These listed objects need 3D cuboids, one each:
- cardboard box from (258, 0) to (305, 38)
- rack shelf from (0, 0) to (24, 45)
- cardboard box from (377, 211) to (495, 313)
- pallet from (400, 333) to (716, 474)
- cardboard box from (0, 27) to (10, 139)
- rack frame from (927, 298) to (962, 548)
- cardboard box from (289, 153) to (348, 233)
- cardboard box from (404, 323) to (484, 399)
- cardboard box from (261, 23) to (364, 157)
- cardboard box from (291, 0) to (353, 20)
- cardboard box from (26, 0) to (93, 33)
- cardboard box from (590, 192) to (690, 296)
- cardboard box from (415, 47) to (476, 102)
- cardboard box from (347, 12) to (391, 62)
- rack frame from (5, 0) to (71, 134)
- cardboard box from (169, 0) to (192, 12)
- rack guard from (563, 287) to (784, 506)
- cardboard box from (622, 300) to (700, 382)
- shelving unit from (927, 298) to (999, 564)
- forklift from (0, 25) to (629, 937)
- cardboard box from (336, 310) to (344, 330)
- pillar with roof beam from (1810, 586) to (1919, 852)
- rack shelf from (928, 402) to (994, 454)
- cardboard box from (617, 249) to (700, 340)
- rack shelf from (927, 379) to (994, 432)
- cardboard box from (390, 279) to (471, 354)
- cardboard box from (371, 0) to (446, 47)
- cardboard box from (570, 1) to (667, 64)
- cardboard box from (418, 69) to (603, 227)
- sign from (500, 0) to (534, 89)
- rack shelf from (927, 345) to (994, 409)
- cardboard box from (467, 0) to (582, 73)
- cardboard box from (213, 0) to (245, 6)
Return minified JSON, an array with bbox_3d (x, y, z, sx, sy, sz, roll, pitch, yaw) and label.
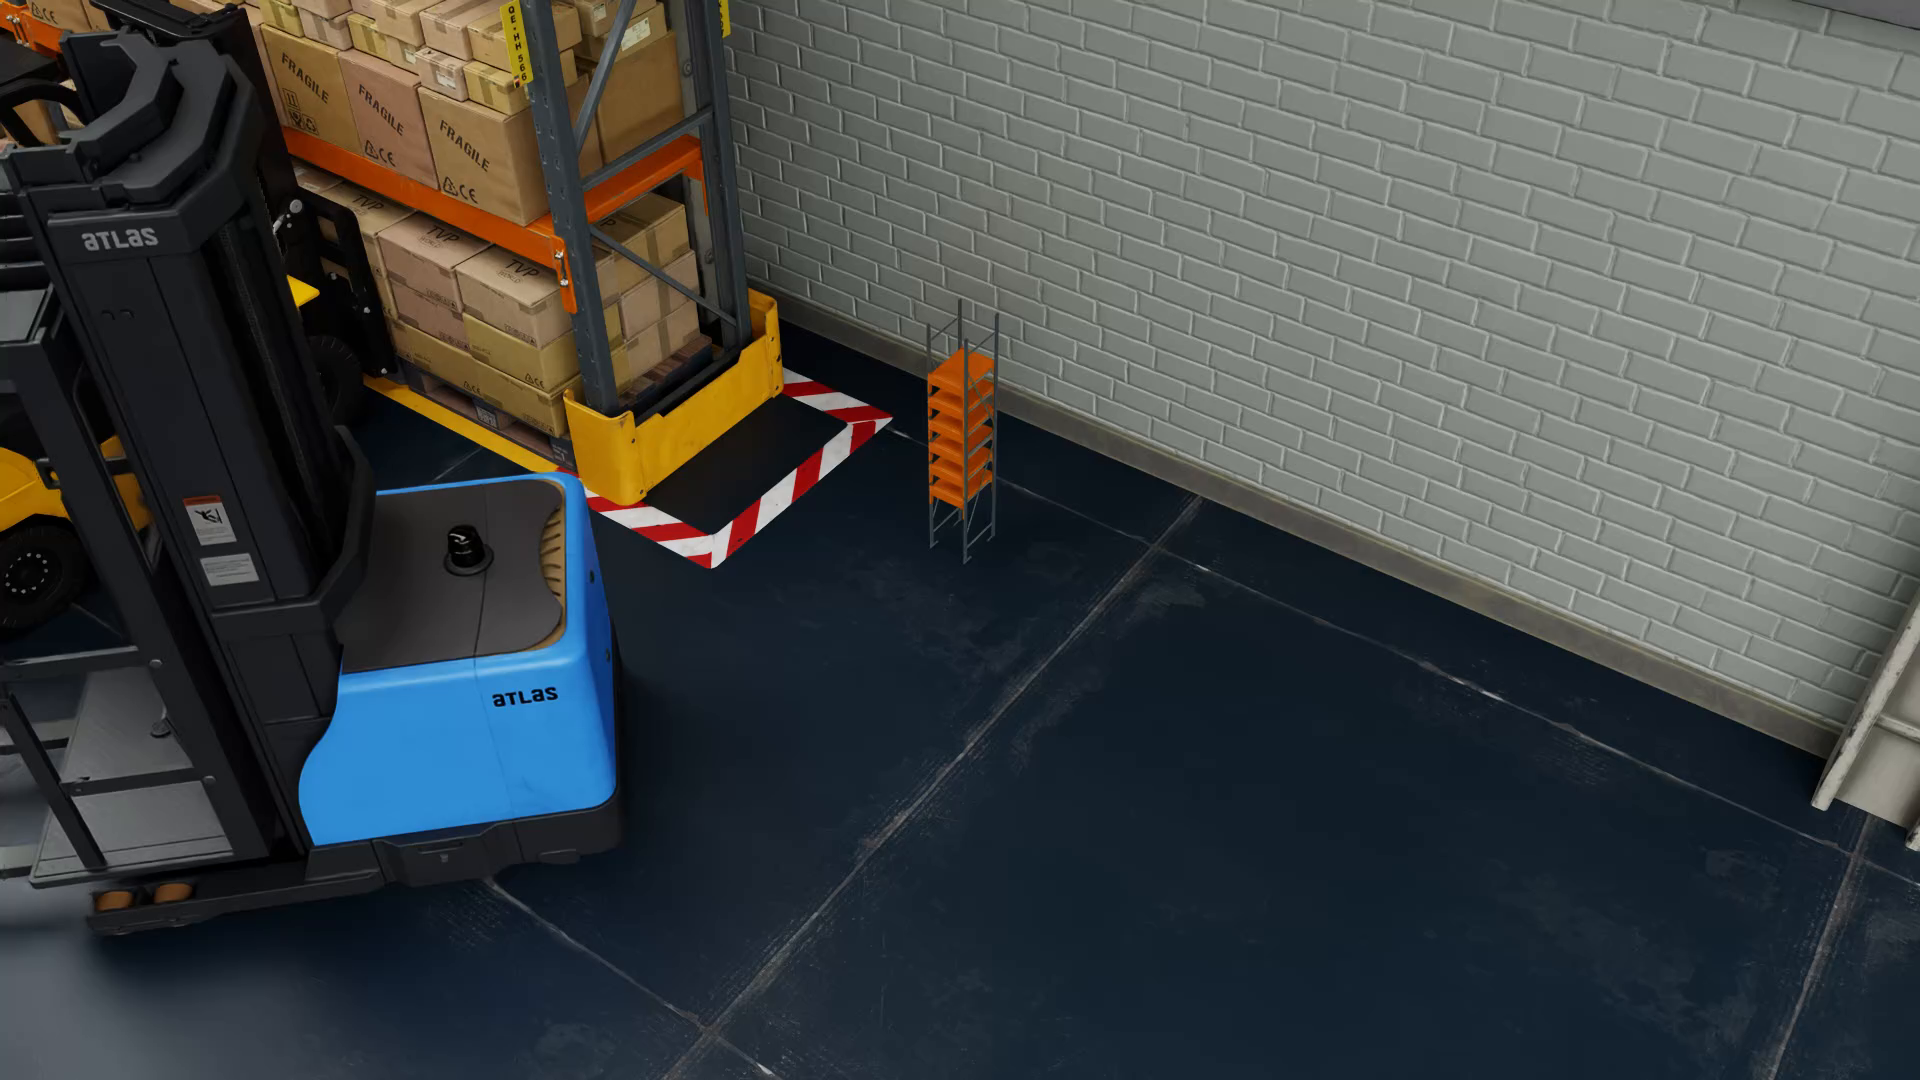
[{"bbox_3d":[-2.863,-2.388,7.356,0.250,0.149,0.380,25,48,26],"label":"cardboard box"},{"bbox_3d":[-6.267,-3.681,9.902,4.000,0.370,1.077,25,48,25],"label":"rack shelf"},{"bbox_3d":[-2.332,-1.354,7.760,0.500,0.250,0.500,26,48,26],"label":"cardboard box"},{"bbox_3d":[-2.004,-0.882,8.326,1.213,0.211,1.003,25,48,25],"label":"pallet"},{"bbox_3d":[-5.694,-2.950,10.011,0.625,0.625,0.875,25,47,25],"label":"cardboard box"},{"bbox_3d":[-0.063,-0.477,7.131,0.006,1.200,0.240,25,48,25],"label":"rack frame"},{"bbox_3d":[-3.161,-1.740,8.191,0.500,0.250,0.500,24,47,25],"label":"cardboard box"},{"bbox_3d":[-2.322,-0.986,8.098,0.500,0.250,0.500,25,48,25],"label":"cardboard box"},{"bbox_3d":[-2.747,-2.134,7.558,0.500,0.500,0.500,24,47,25],"label":"cardboard box"},{"bbox_3d":[-2.656,-2.401,7.148,0.250,0.149,0.380,26,48,26],"label":"cardboard box"},{"bbox_3d":[-4.416,-2.908,8.424,0.500,0.500,0.500,24,47,24],"label":"cardboard box"},{"bbox_3d":[-1.639,-1.443,7.859,0.500,0.250,0.500,24,47,25],"label":"cardboard box"},{"bbox_3d":[-2.025,-1.992,6.914,0.250,0.149,0.380,26,48,26],"label":"cardboard box"},{"bbox_3d":[-2.399,-2.226,7.175,0.250,0.149,0.380,25,47,25],"label":"cardboard box"},{"bbox_3d":[-4.629,-3.183,8.806,0.127,3.000,1.000,25,48,25],"label":"rack frame"},{"bbox_3d":[-3.565,-2.524,7.995,0.500,0.500,0.500,25,47,25],"label":"cardboard box"},{"bbox_3d":[-1.335,-0.711,7.918,0.348,0.500,1.175,25,48,25],"label":"rack guard"},{"bbox_3d":[-1.644,-1.078,8.201,0.500,0.250,0.500,25,48,25],"label":"cardboard box"},{"bbox_3d":[0.012,-0.442,7.092,0.189,1.200,0.258,25,48,25],"label":"shelving unit"},{"bbox_3d":[-2.801,-0.069,5.377,3.031,2.935,1.130,-7,42,-8],"label":"forklift"},{"bbox_3d":[-3.165,-1.369,8.526,0.500,0.250,0.500,27,48,27],"label":"cardboard box"},{"bbox_3d":[1.034,0.002,0.748,0.400,9.000,9.100,25,48,25],"label":"pillar with roof beam"},{"bbox_3d":[0.012,-0.498,7.042,0.180,0.103,0.258,25,48,25],"label":"rack shelf"},{"bbox_3d":[-1.620,-1.263,8.033,0.500,0.250,0.500,26,48,26],"label":"cardboard box"},{"bbox_3d":[0.012,-0.587,6.962,0.180,0.103,0.258,25,48,25],"label":"rack shelf"},{"bbox_3d":[-2.337,-1.183,7.943,0.500,0.250,0.500,25,47,25],"label":"cardboard box"},{"bbox_3d":[-2.218,-2.226,6.952,0.250,0.149,0.380,26,48,26],"label":"cardboard box"},{"bbox_3d":[-1.483,-2.202,7.148,0.250,0.149,0.380,24,47,24],"label":"cardboard box"},{"bbox_3d":[-1.908,-1.734,7.112,0.500,0.500,0.500,24,47,24],"label":"cardboard box"},{"bbox_3d":[-1.677,-1.880,6.304,0.005,0.325,0.100,25,48,25],"label":"sign"},{"bbox_3d":[0.012,-0.677,6.882,0.180,0.103,0.258,25,48,25],"label":"rack shelf"},{"bbox_3d":[-1.769,-2.063,6.770,0.250,0.149,0.380,25,48,25],"label":"cardboard box"},{"bbox_3d":[-3.265,-2.594,7.586,0.250,0.149,0.380,24,47,25],"label":"cardboard box"}]
